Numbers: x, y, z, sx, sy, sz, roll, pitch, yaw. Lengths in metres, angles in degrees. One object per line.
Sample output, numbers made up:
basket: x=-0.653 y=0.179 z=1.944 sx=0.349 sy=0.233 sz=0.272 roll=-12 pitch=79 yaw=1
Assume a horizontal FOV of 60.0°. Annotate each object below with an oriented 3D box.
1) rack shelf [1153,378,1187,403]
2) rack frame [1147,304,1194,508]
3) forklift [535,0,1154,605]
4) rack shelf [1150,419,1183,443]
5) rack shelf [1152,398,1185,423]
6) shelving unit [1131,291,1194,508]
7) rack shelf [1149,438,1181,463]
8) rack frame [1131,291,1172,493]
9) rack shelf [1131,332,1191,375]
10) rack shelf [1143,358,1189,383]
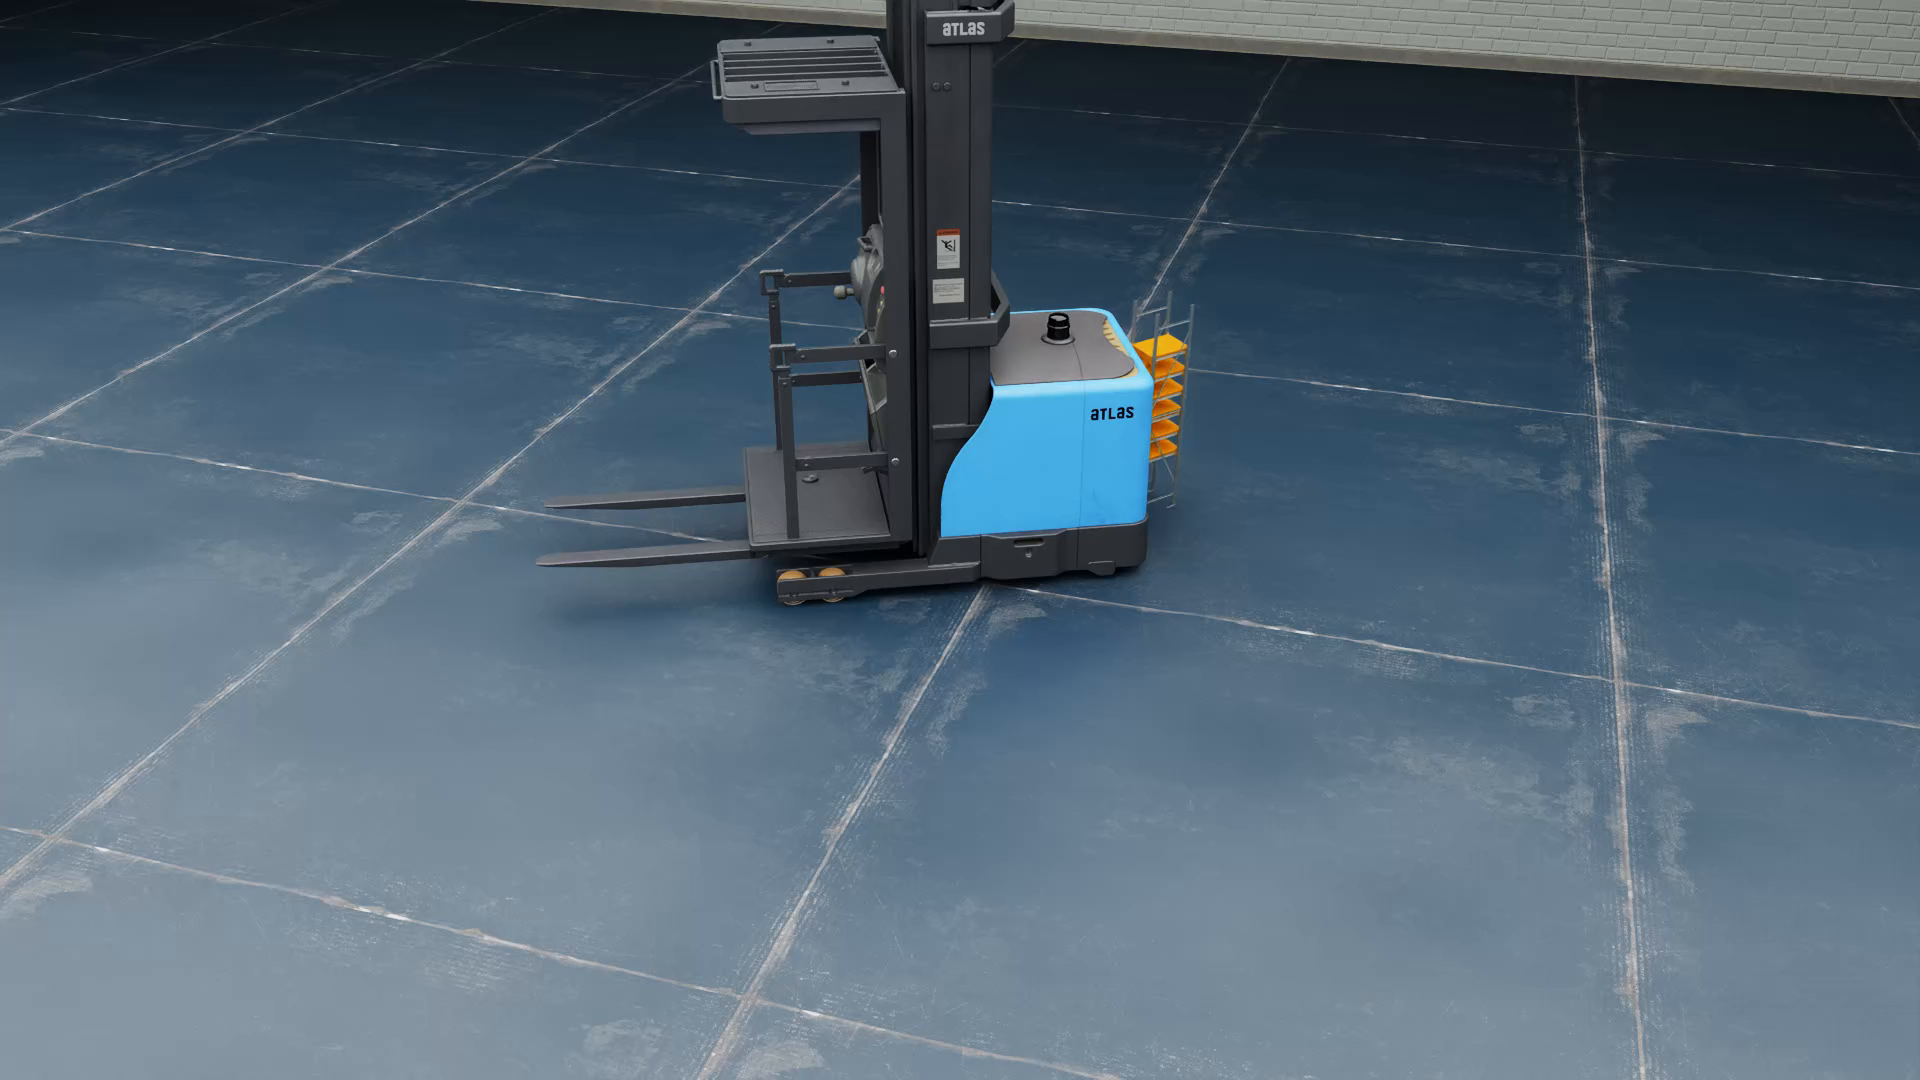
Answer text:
rack shelf: x=1.029 y=-0.763 z=8.714 sx=0.258 sy=0.103 sz=0.180 roll=-18 pitch=38 yaw=-27
rack frame: x=1.076 y=-0.657 z=8.691 sx=0.240 sy=1.200 sz=0.006 roll=-18 pitch=38 yaw=-27
forklift: x=-0.616 y=-1.236 z=7.957 sx=3.031 sy=2.935 sz=1.130 roll=-4 pitch=29 yaw=-7
rack shelf: x=1.026 y=-0.562 z=8.845 sx=0.258 sy=0.103 sz=0.180 roll=-18 pitch=38 yaw=-27
rack shelf: x=1.027 y=-0.662 z=8.780 sx=0.258 sy=0.103 sz=0.180 roll=-18 pitch=38 yaw=-27
shelving unit: x=1.028 y=-0.700 z=8.755 sx=0.258 sy=1.200 sz=0.189 roll=-18 pitch=38 yaw=-27
rack shelf: x=1.025 y=-0.461 z=8.911 sx=0.258 sy=0.103 sz=0.180 roll=-18 pitch=38 yaw=-27
rack frame: x=0.980 y=-0.742 z=8.820 sx=0.240 sy=1.200 sz=0.006 roll=-18 pitch=38 yaw=-27
rack shelf: x=1.031 y=-0.964 z=8.583 sx=0.258 sy=0.103 sz=0.180 roll=-18 pitch=38 yaw=-27
rack shelf: x=1.030 y=-0.864 z=8.649 sx=0.258 sy=0.103 sz=0.180 roll=-18 pitch=38 yaw=-27
